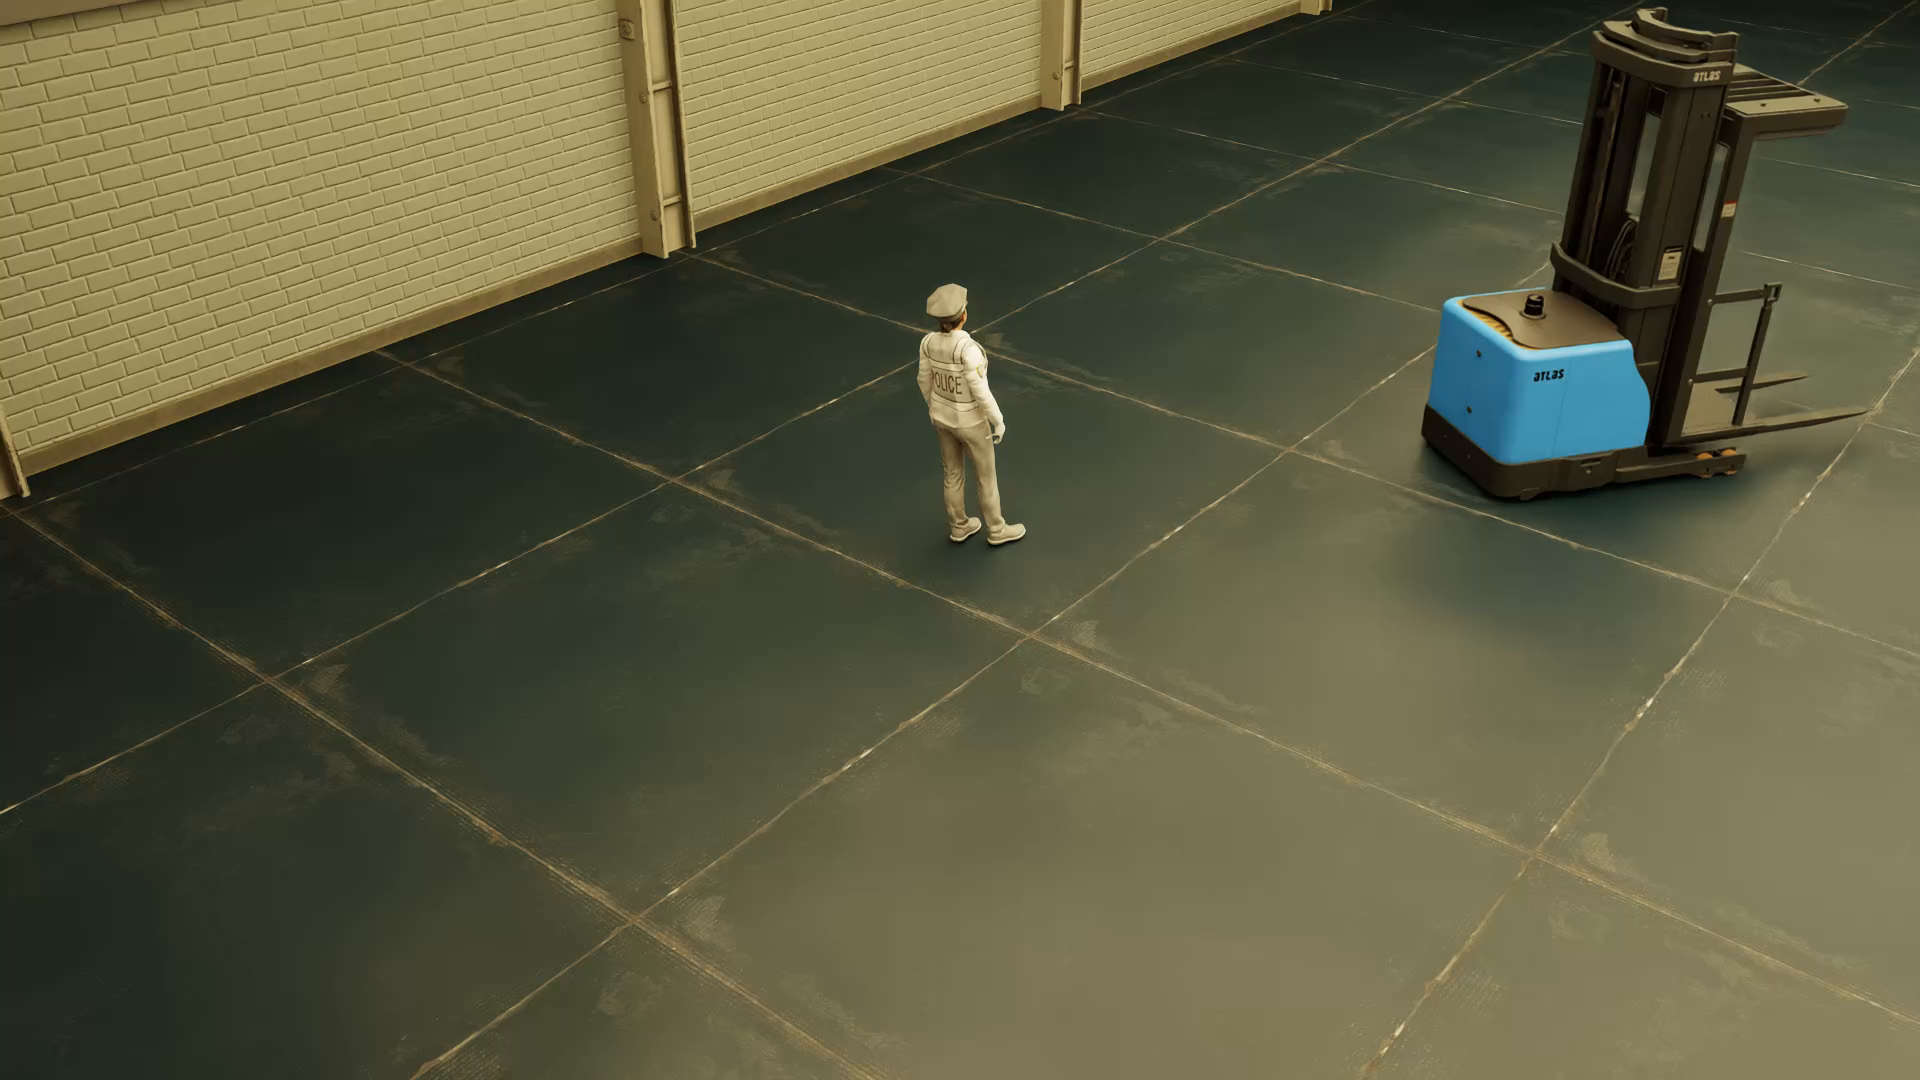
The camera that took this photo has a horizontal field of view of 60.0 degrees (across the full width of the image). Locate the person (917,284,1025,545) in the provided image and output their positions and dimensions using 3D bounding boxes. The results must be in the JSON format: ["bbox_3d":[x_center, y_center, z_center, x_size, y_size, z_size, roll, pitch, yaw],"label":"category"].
[{"bbox_3d":[0.048,-0.763,10.111,0.588,1.695,0.531,22,37,33],"label":"person"}]

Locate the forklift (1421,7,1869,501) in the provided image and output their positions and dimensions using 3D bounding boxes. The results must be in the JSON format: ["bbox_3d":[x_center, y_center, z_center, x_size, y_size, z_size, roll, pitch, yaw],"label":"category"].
[{"bbox_3d":[4.799,-1.930,10.898,3.031,2.935,1.130,-8,31,-14],"label":"forklift"}]
